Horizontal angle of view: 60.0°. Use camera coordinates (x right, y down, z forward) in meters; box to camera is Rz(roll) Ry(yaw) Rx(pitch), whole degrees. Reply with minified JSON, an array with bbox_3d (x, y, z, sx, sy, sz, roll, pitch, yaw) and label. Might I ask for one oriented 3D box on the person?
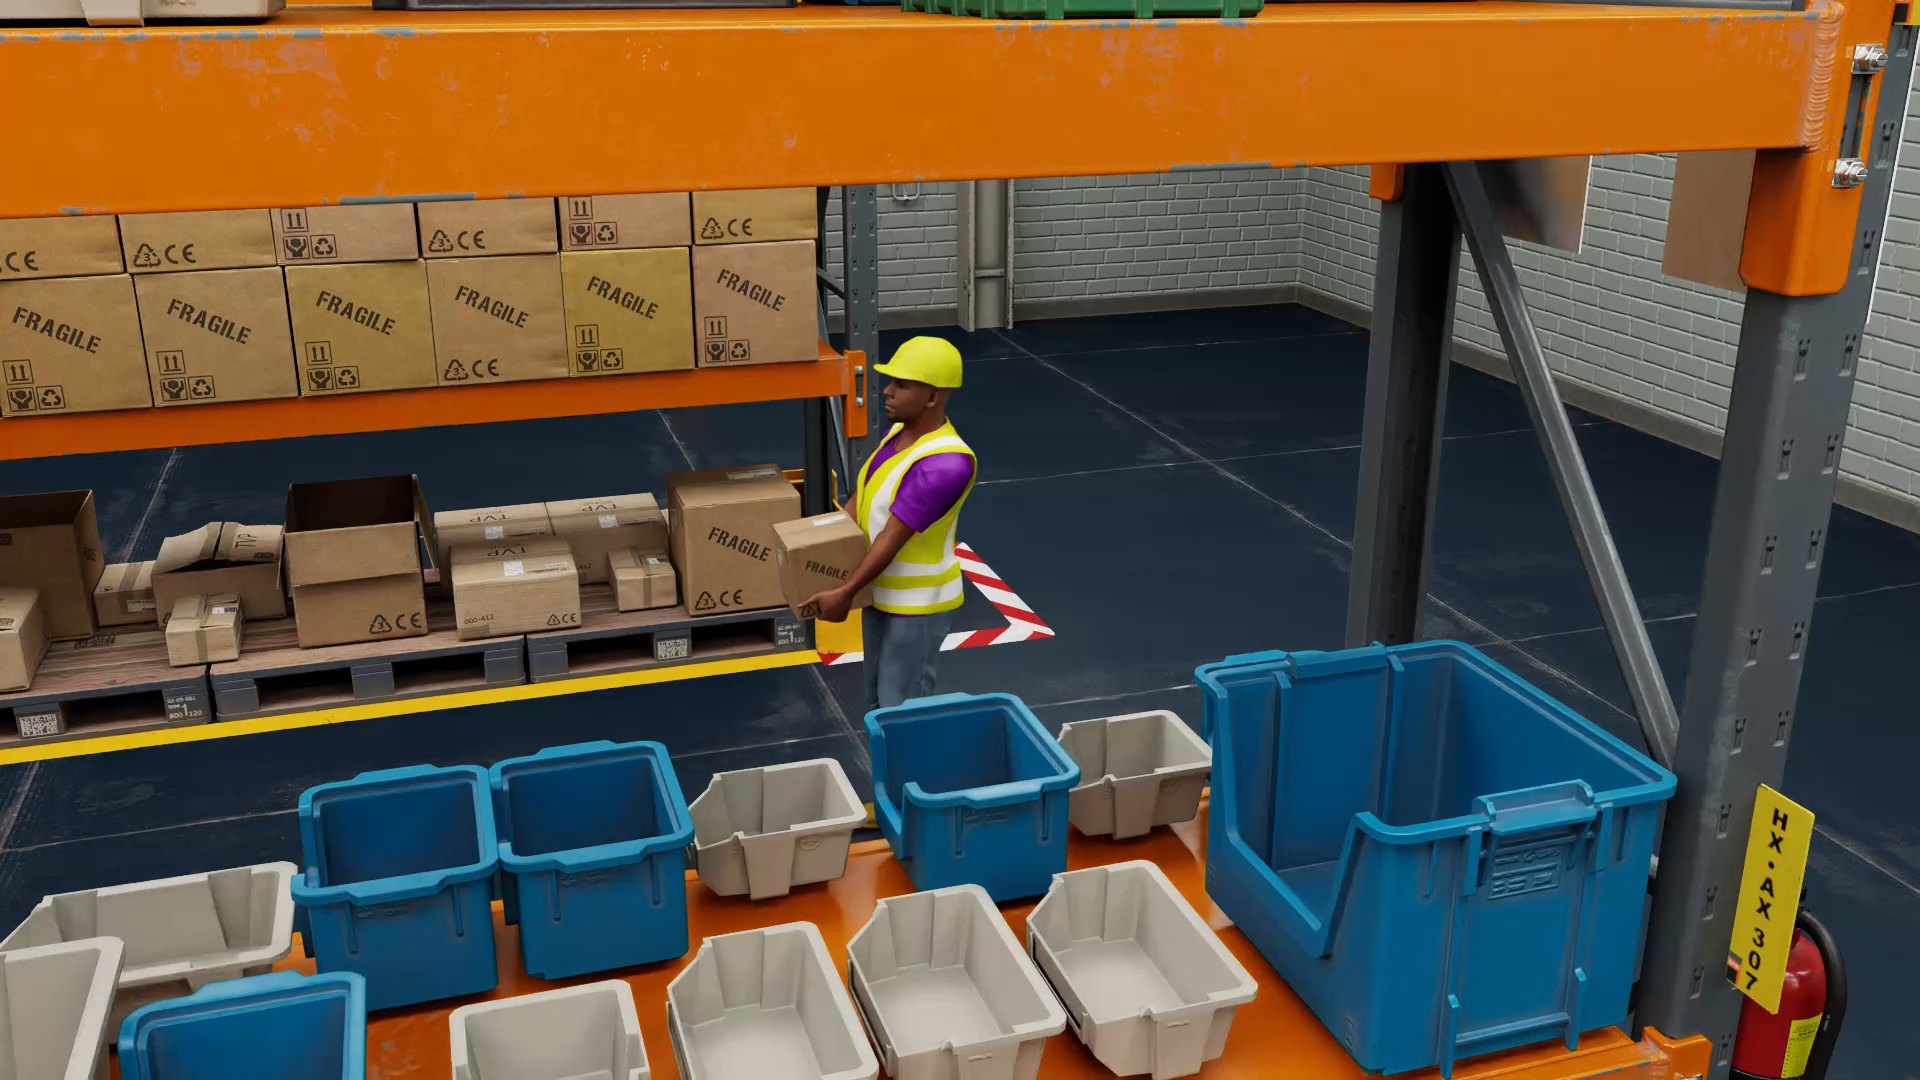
[{"bbox_3d":[-0.265,0.211,5.430,0.585,1.760,0.503,-6,20,-16],"label":"person"}]
